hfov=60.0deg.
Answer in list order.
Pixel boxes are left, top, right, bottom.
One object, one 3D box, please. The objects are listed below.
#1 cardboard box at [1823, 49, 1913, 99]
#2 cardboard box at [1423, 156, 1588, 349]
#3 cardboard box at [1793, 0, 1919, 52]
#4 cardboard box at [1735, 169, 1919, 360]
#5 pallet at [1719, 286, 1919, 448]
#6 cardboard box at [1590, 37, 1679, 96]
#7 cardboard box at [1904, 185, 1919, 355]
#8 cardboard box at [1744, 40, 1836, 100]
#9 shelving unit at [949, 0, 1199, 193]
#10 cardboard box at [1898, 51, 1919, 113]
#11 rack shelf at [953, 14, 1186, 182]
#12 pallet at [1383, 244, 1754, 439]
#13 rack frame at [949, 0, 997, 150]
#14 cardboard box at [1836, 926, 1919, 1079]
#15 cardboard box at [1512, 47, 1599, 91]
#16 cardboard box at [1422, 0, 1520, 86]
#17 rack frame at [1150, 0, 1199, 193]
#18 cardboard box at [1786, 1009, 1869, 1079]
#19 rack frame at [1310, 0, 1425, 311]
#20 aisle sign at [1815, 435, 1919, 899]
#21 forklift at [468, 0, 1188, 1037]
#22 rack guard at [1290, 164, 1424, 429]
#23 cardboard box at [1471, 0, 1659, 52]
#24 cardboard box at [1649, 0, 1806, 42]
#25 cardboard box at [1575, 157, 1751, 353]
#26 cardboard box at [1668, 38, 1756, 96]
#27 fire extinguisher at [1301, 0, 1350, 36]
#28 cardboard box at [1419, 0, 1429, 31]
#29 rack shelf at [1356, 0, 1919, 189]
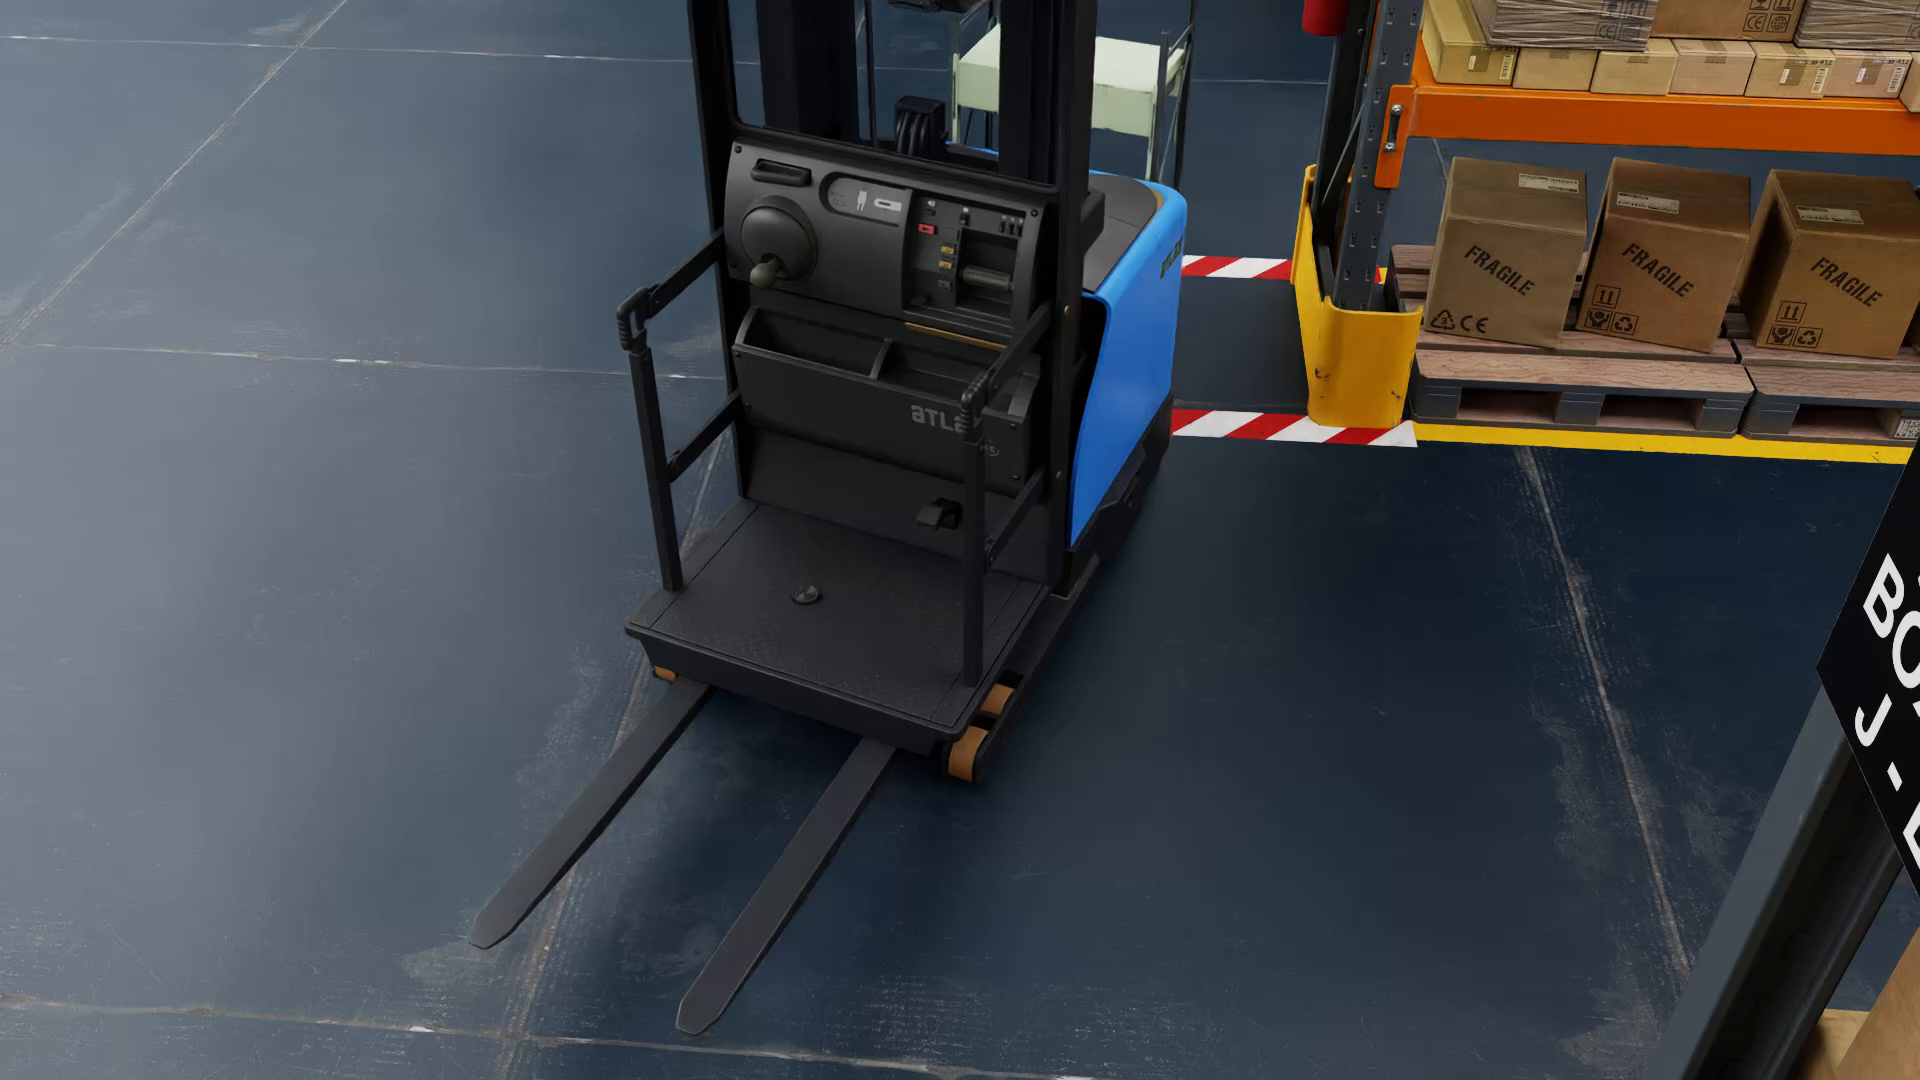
[{"bbox_3d":[2.978,-1.631,5.577,0.250,0.149,0.380,3,39,4],"label":"cardboard box"},{"bbox_3d":[2.090,-1.107,6.381,0.500,0.500,0.500,10,40,12],"label":"cardboard box"},{"bbox_3d":[3.017,-2.059,5.588,0.500,0.500,0.875,3,39,4],"label":"cardboard box"},{"bbox_3d":[3.310,-1.050,6.311,0.500,0.500,0.500,7,40,8],"label":"cardboard box"},{"bbox_3d":[3.563,-0.738,6.489,1.213,0.211,1.003,3,39,4],"label":"pallet"},{"bbox_3d":[2.227,-1.646,5.596,0.250,0.149,0.380,3,39,4],"label":"cardboard box"},{"bbox_3d":[3.862,-0.991,6.239,0.500,0.500,0.500,0,39,0],"label":"cardboard box"},{"bbox_3d":[2.727,-1.628,5.573,0.250,0.149,0.380,3,39,4],"label":"cardboard box"},{"bbox_3d":[0.383,-1.237,6.070,0.755,1.500,0.431,14,39,17],"label":"shelving unit"},{"bbox_3d":[3.218,-1.552,5.480,0.250,0.149,0.380,3,39,4],"label":"cardboard box"},{"bbox_3d":[0.388,-1.546,5.832,0.720,0.370,0.431,14,39,17],"label":"rack shelf"},{"bbox_3d":[2.351,-0.806,6.573,1.213,0.211,1.003,3,39,4],"label":"pallet"},{"bbox_3d":[0.043,-1.321,6.174,0.023,1.500,0.400,14,39,17],"label":"rack frame"},{"bbox_3d":[1.307,0.723,1.511,0.550,0.550,0.875,3,39,4],"label":"cardboard box"},{"bbox_3d":[1.980,-1.669,5.624,0.250,0.149,0.380,3,39,4],"label":"cardboard box"},{"bbox_3d":[1.732,-1.695,5.655,0.250,0.149,0.380,3,39,4],"label":"cardboard box"},{"bbox_3d":[0.724,-1.152,5.966,0.023,1.500,0.400,14,39,17],"label":"rack frame"},{"bbox_3d":[1.314,1.089,1.917,0.550,0.550,0.875,3,39,4],"label":"cardboard box"},{"bbox_3d":[1.469,-1.958,5.779,0.127,3.000,1.000,3,39,4],"label":"rack frame"},{"bbox_3d":[0.895,-0.045,1.370,0.004,0.787,0.394,3,39,4],"label":"aisle sign"},{"bbox_3d":[-0.305,-0.742,4.340,1.130,2.935,3.031,16,42,19],"label":"forklift"},{"bbox_3d":[1.545,-0.984,6.563,0.348,0.500,1.175,3,39,4],"label":"rack guard"},{"bbox_3d":[2.014,-2.065,5.596,0.500,0.500,0.875,3,39,4],"label":"cardboard box"},{"bbox_3d":[2.523,-2.113,5.655,0.500,0.500,0.875,3,39,4],"label":"cardboard box"},{"bbox_3d":[2.688,-1.096,6.368,0.500,0.500,0.500,13,41,15],"label":"cardboard box"},{"bbox_3d":[2.478,-1.646,5.595,0.250,0.149,0.380,3,39,4],"label":"cardboard box"},{"bbox_3d":[1.395,-2.224,6.168,0.183,0.674,0.296,3,39,4],"label":"fire extinguisher"},{"bbox_3d":[1.771,-1.975,5.999,0.250,0.149,0.380,3,39,4],"label":"cardboard box"},{"bbox_3d":[3.461,-1.570,5.873,4.000,0.370,1.077,3,39,4],"label":"rack shelf"}]
